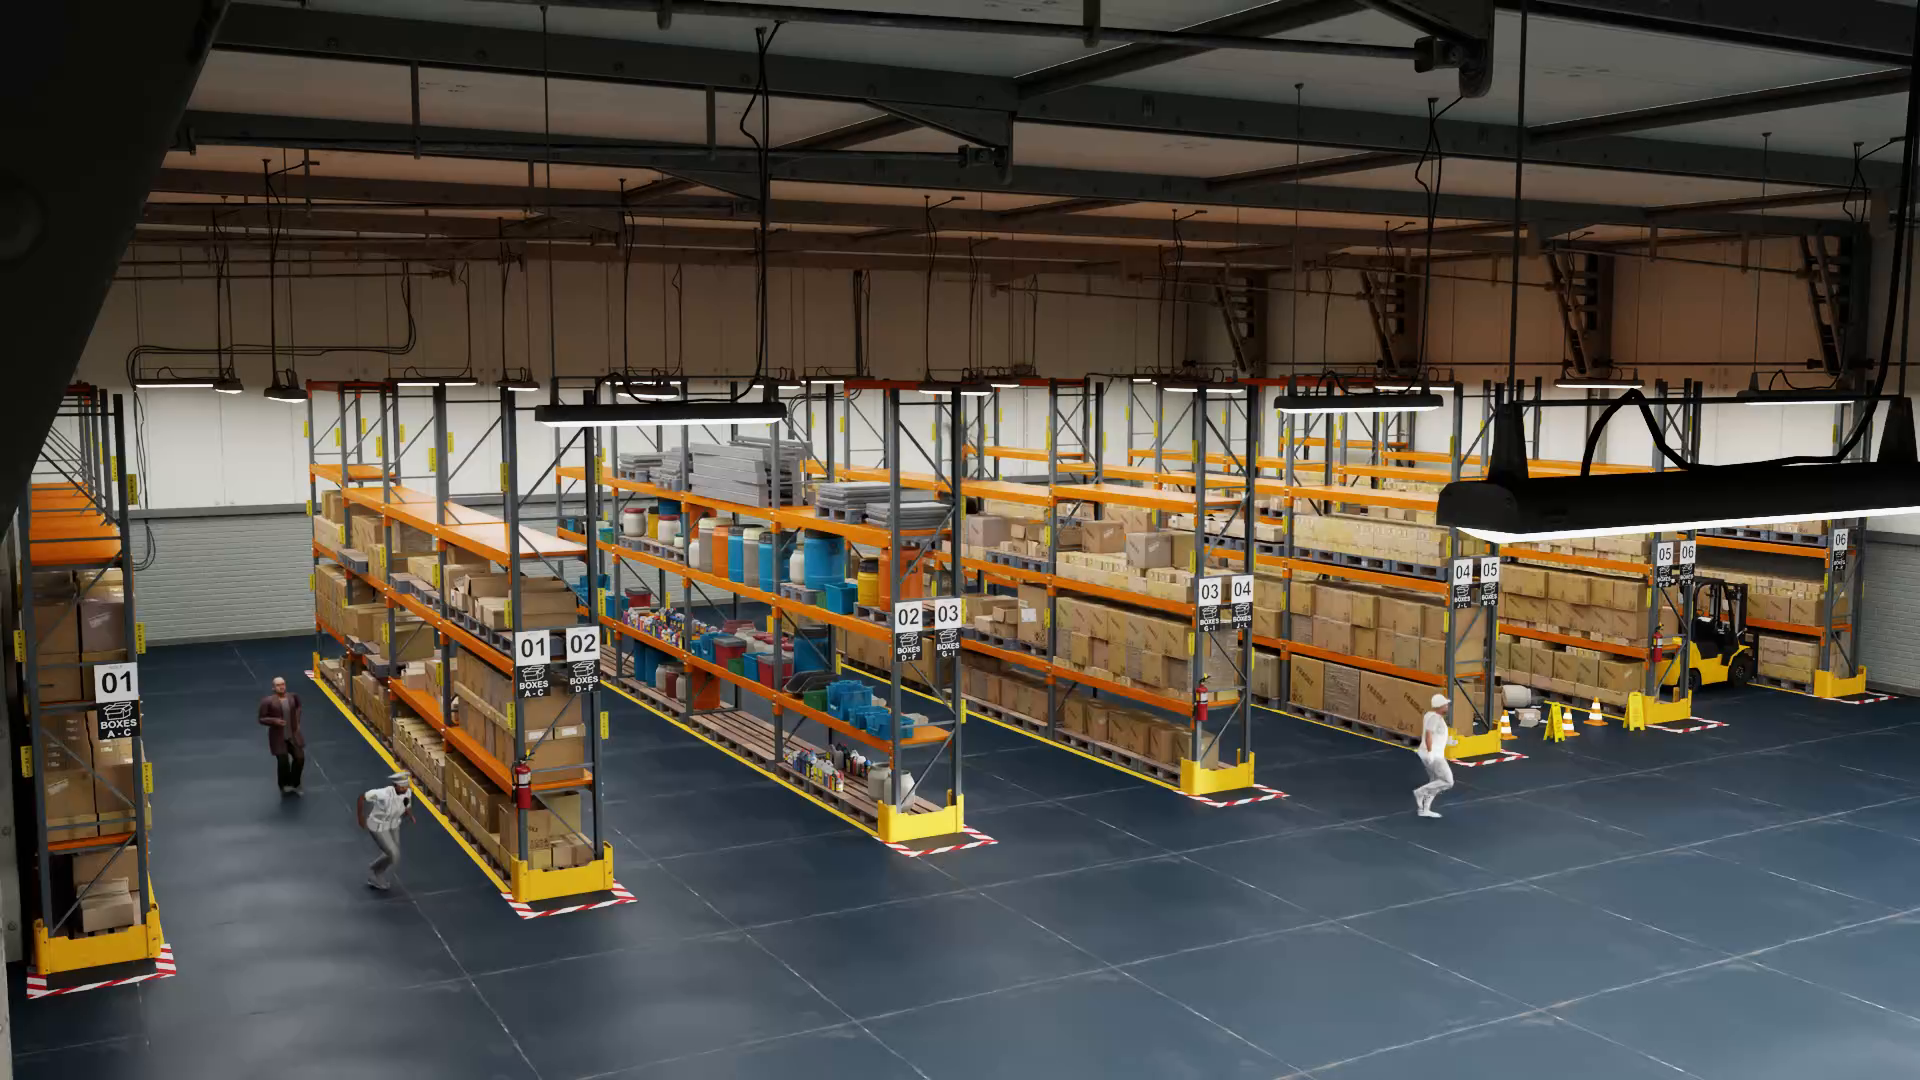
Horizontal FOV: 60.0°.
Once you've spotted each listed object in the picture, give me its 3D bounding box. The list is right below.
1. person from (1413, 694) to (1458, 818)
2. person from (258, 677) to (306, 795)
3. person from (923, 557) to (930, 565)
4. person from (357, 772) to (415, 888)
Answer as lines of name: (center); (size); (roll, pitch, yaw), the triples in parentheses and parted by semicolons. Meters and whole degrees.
person: (6.631, 3.013, 23.174); (0.637, 1.729, 0.678); (0, 6, 3)
person: (-9.855, 2.905, 24.283); (0.696, 1.814, 0.684); (-6, 8, -42)
person: (-0.798, 1.251, 39.713); (0.705, 1.750, 0.687); (-1, 6, -8)
person: (-6.852, 3.484, 19.850); (0.855, 1.492, 0.602); (4, 7, 33)
